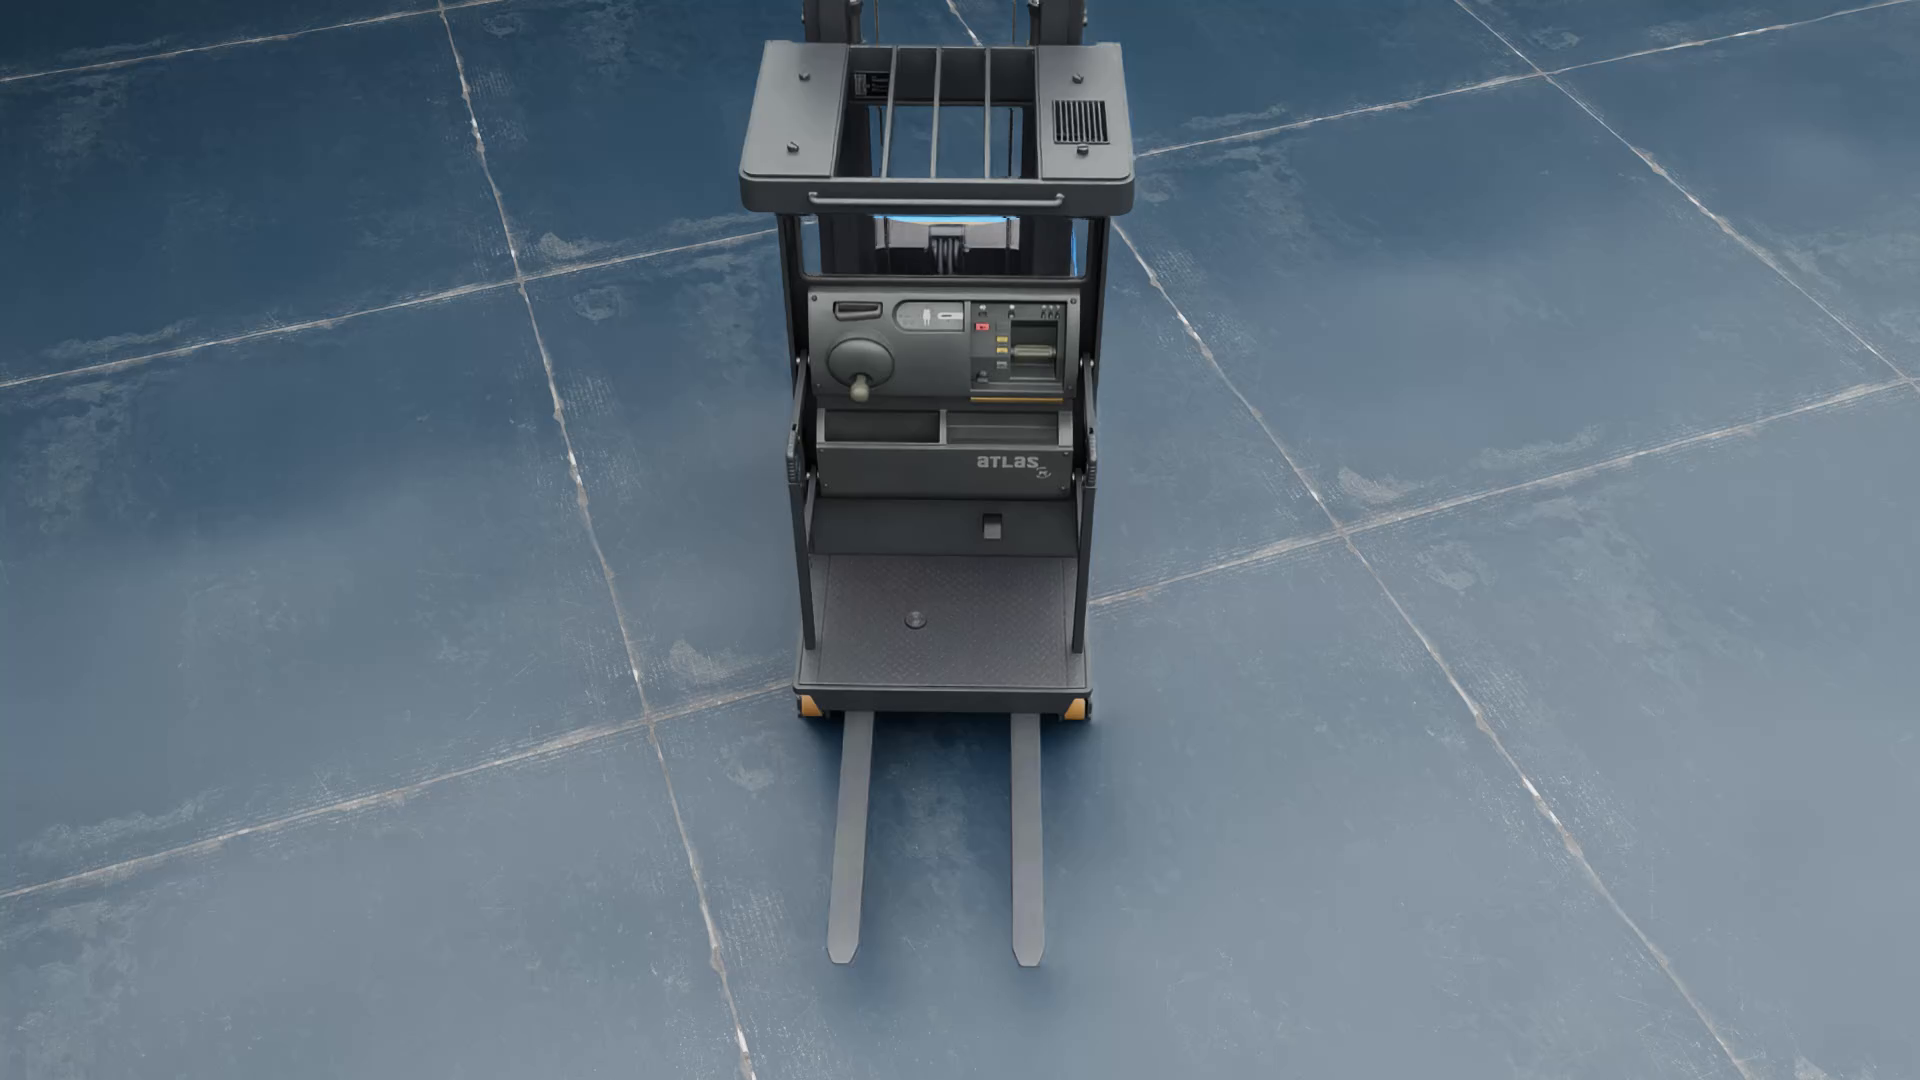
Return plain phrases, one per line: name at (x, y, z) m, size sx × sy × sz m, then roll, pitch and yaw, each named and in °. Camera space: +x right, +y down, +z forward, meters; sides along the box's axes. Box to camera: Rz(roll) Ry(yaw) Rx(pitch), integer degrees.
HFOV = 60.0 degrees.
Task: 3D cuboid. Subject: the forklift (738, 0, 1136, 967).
forklift at (-0.057, -0.576, 5.564) m, size 1.130 × 2.935 × 3.031 m, roll 1°, pitch 45°, yaw 1°
